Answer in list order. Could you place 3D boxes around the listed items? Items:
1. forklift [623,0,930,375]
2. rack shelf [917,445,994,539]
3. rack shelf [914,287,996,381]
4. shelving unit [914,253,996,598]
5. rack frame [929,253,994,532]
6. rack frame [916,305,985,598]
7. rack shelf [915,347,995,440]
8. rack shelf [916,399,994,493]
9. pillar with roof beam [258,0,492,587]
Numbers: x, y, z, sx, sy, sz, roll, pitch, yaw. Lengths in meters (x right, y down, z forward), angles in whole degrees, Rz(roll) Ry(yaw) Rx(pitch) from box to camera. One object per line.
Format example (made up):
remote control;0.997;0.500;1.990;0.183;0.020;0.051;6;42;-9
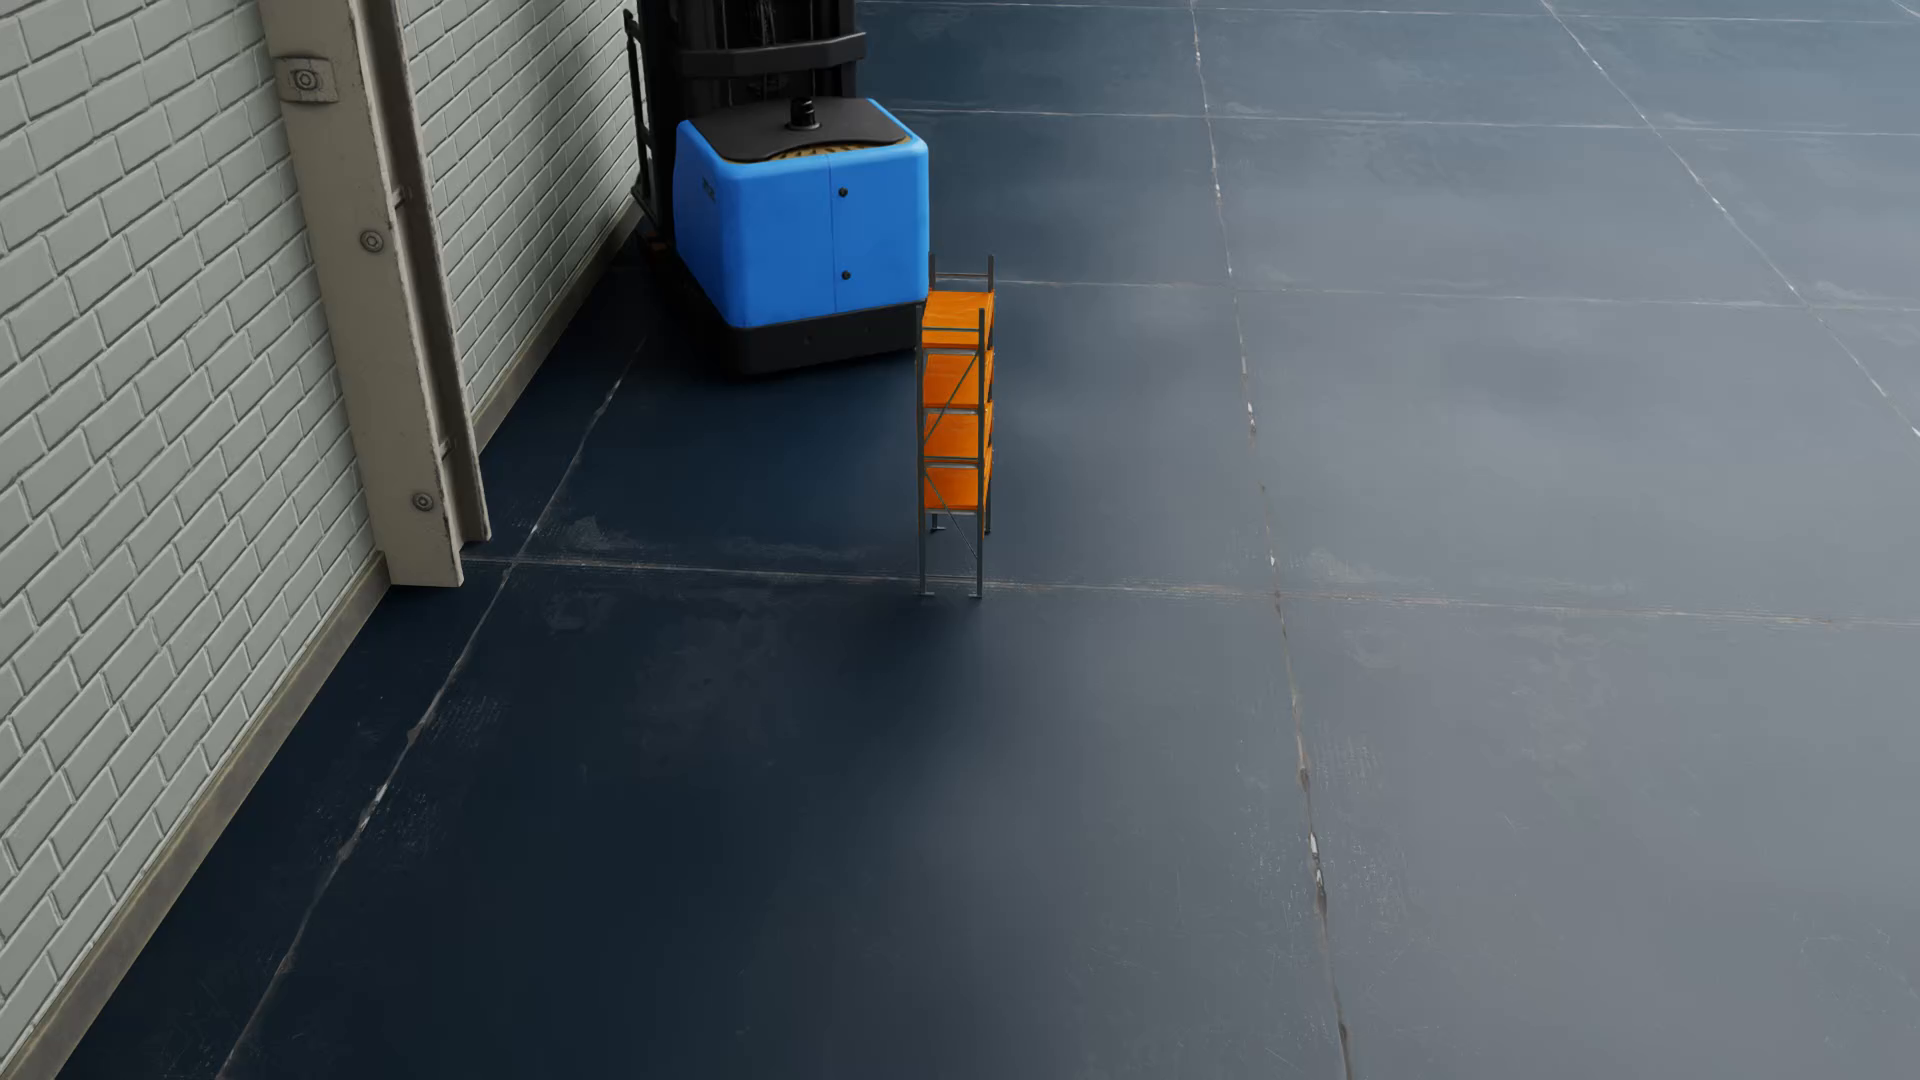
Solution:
forklift;-1.156;-2.788;8.481;1.130;2.935;3.031;-12;34;-19
rack shelf;-0.013;-0.198;6.434;0.258;0.148;0.480;2;32;4
rack shelf;-0.013;-0.759;6.089;0.258;0.148;0.480;2;32;4
shelving unit;-0.013;-0.424;6.295;0.258;1.200;0.503;2;32;4
rack frame;0.006;-0.552;6.502;0.240;1.200;0.015;2;32;4
rack frame;-0.033;-0.297;6.088;0.240;1.200;0.015;2;32;4
rack shelf;-0.013;-0.557;6.213;0.258;0.148;0.480;2;32;4
rack shelf;-0.013;-0.367;6.330;0.258;0.148;0.480;2;32;4
pillar with roof beam;2.211;-3.575;3.973;9.100;9.000;0.400;2;32;4
